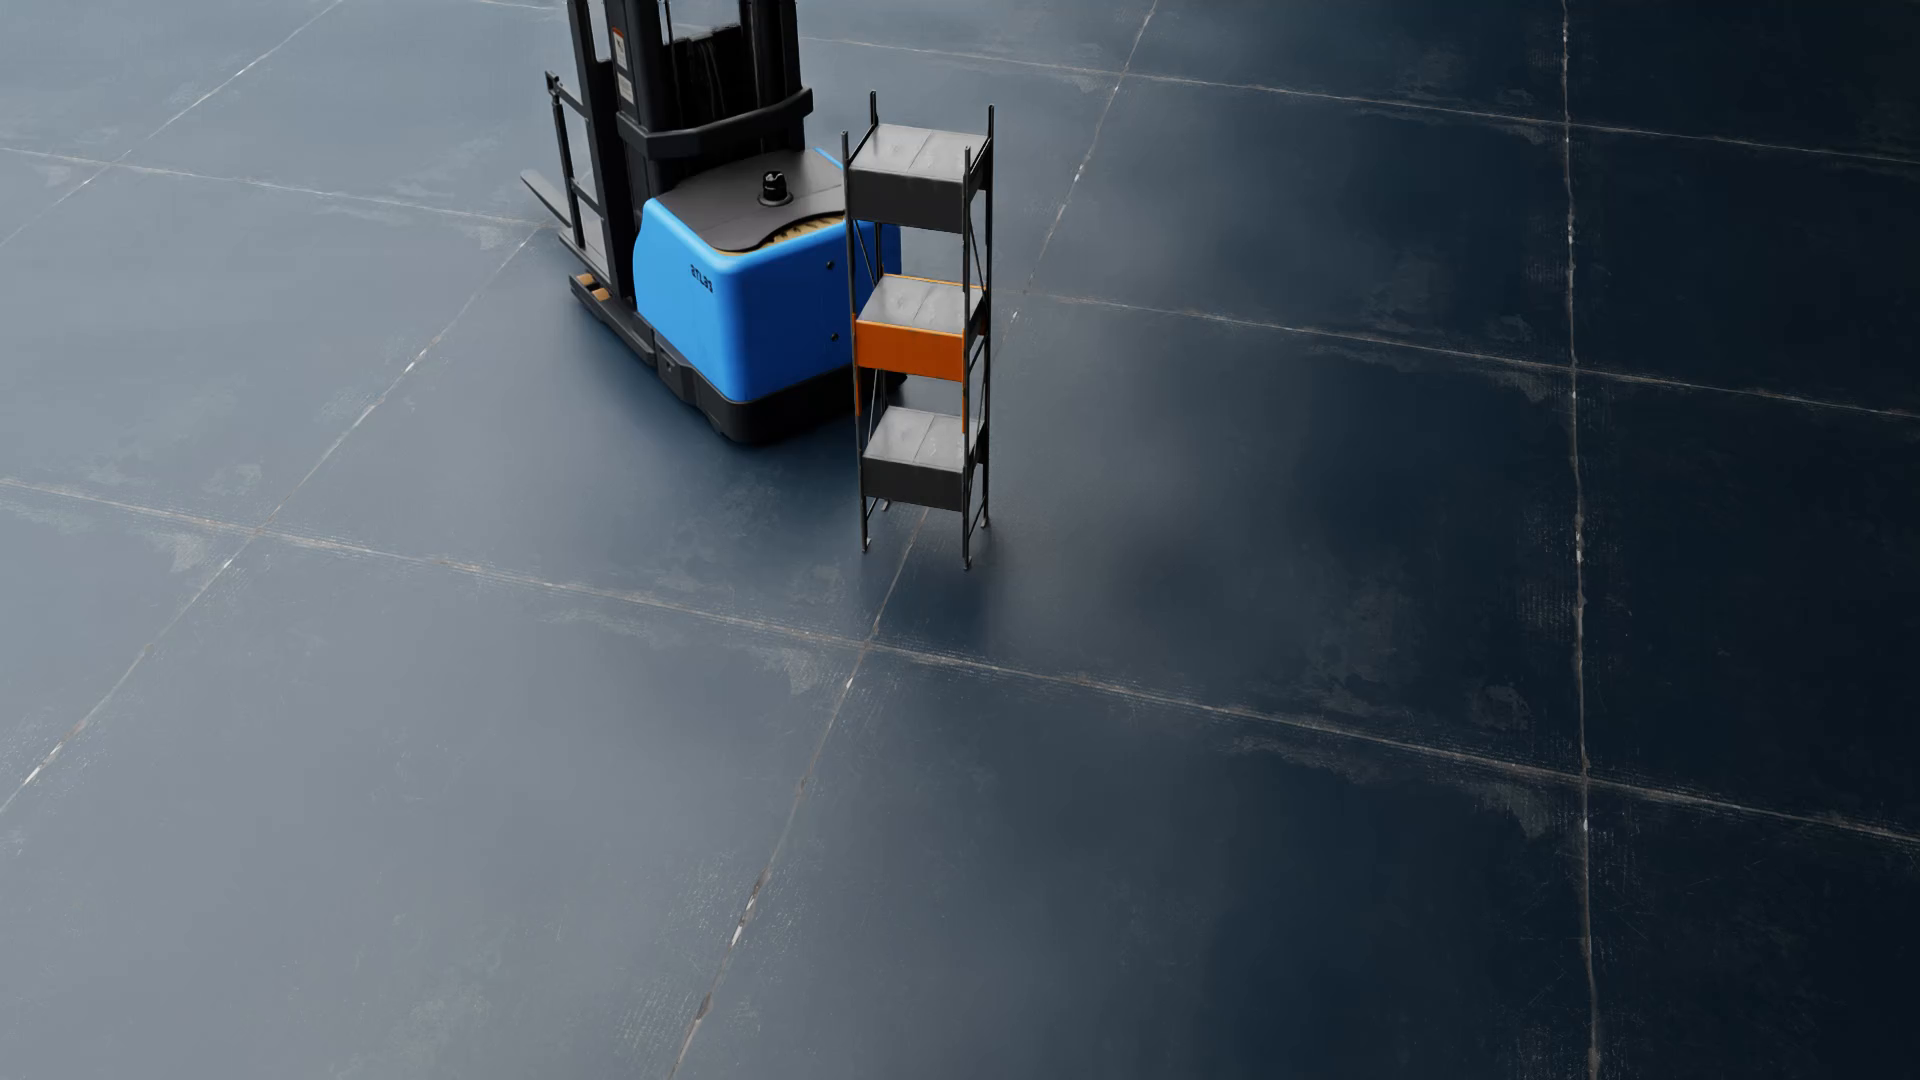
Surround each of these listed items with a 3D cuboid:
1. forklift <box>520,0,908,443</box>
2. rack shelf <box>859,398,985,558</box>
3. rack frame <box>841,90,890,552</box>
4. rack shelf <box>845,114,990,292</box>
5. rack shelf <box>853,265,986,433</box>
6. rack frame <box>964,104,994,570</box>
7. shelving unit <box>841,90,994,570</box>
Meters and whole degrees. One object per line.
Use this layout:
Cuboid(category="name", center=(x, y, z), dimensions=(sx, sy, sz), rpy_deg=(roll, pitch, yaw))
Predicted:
Cuboid(category="forklift", center=(-1.531, -2.511, 8.486), dimensions=(1.130, 2.935, 3.031), rpy_deg=(-24, 46, -26))
Cuboid(category="rack shelf", center=(-0.160, -0.285, 7.591), dimensions=(0.480, 0.518, 0.431), rpy_deg=(10, 41, 11))
Cuboid(category="rack frame", center=(-0.396, -0.872, 7.180), dimensions=(0.015, 2.100, 0.400), rpy_deg=(10, 41, 11))
Cuboid(category="rack shelf", center=(-0.160, -1.357, 6.691), dimensions=(0.480, 0.518, 0.431), rpy_deg=(10, 41, 11))
Cuboid(category="rack shelf", center=(-0.160, -0.821, 7.141), dimensions=(0.480, 0.518, 0.431), rpy_deg=(10, 41, 11))
Cuboid(category="rack frame", center=(0.076, -0.791, 7.084), dimensions=(0.015, 2.100, 0.400), rpy_deg=(10, 41, 11))
Cuboid(category="shelving unit", center=(-0.160, -0.832, 7.132), dimensions=(0.503, 2.100, 0.431), rpy_deg=(10, 41, 11))
